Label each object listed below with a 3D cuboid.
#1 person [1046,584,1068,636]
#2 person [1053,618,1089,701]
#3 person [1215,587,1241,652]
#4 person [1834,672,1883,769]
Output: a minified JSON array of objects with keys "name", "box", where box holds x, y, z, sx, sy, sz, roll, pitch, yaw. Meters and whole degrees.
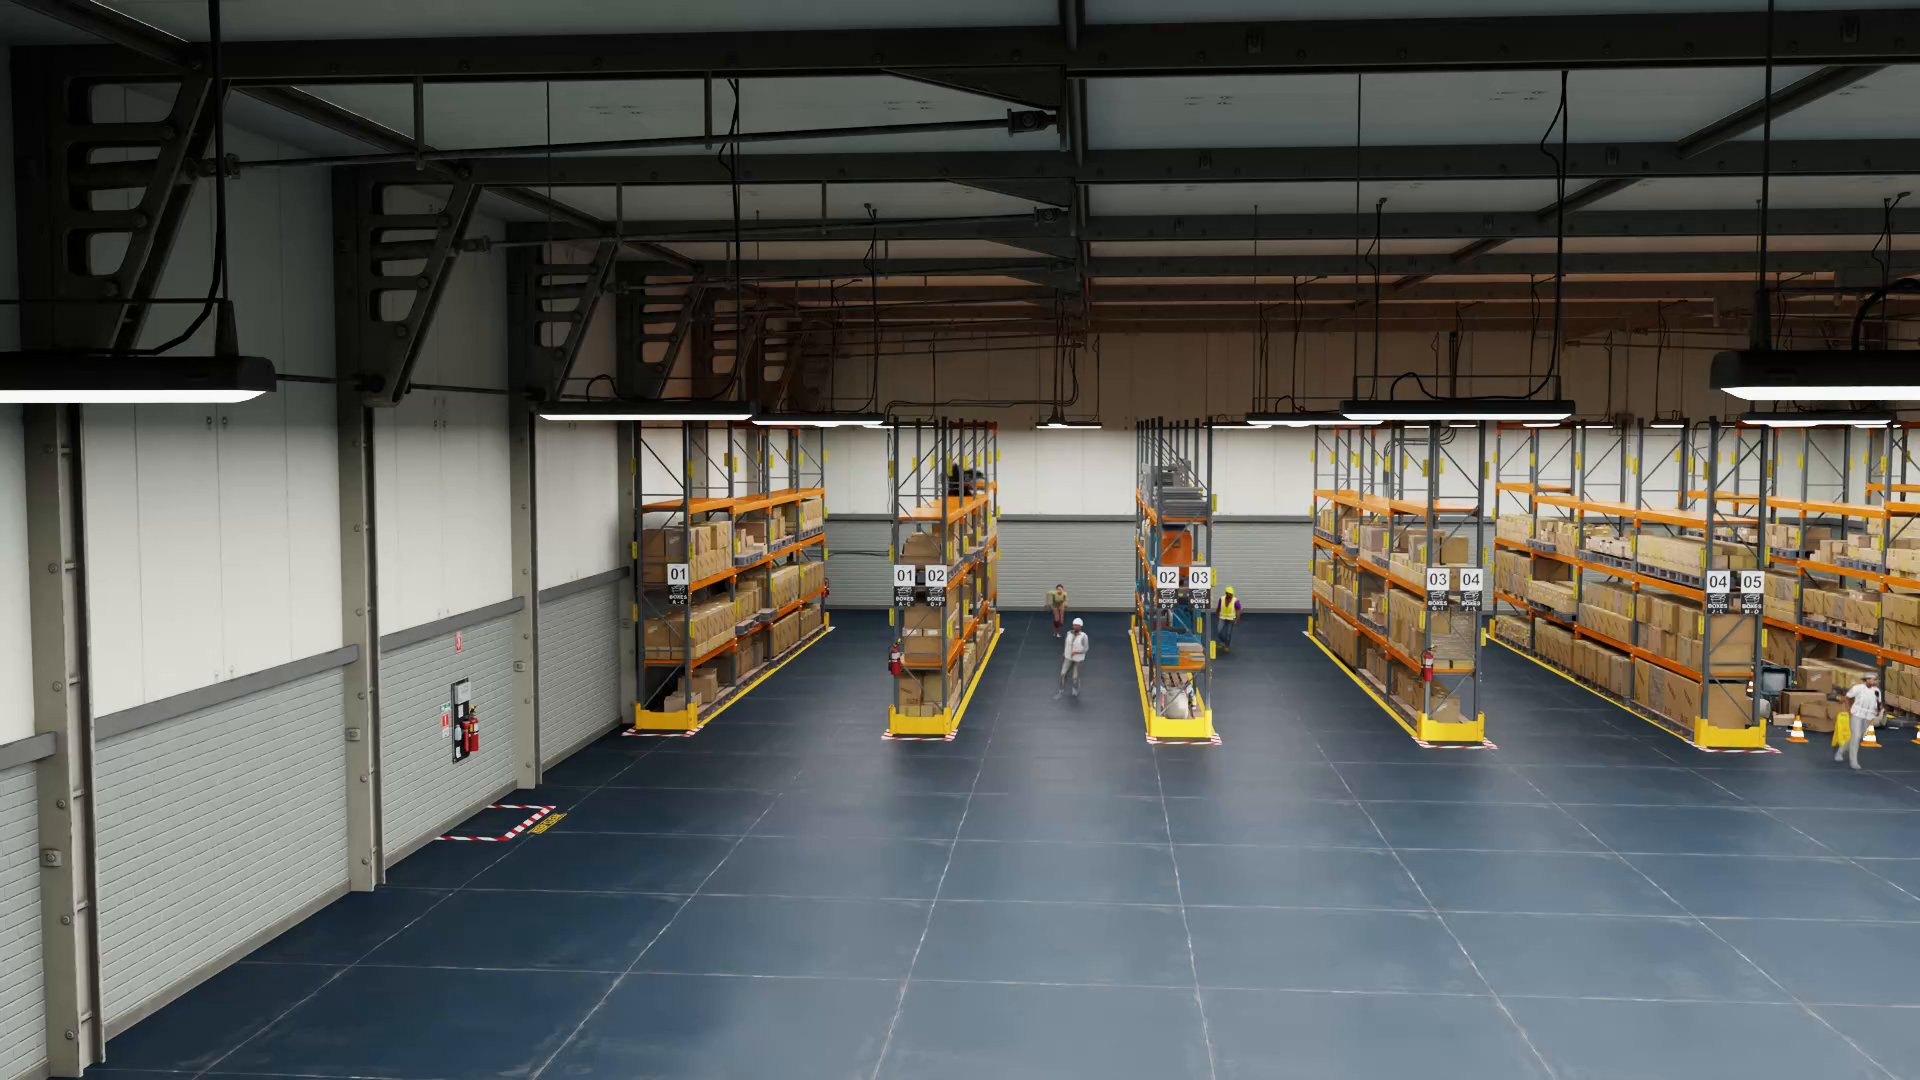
[{"name":"person","box":[2.690,1.956,46.150,0.602,1.505,0.834,0,4,-6]},{"name":"person","box":[2.421,2.521,35.385,0.716,1.745,0.833,1,4,21]},{"name":"person","box":[6.932,2.052,43.083,0.721,1.720,0.621,1,4,17]},{"name":"person","box":[15.421,3.038,28.434,0.704,1.618,0.863,0,4,-5]}]
